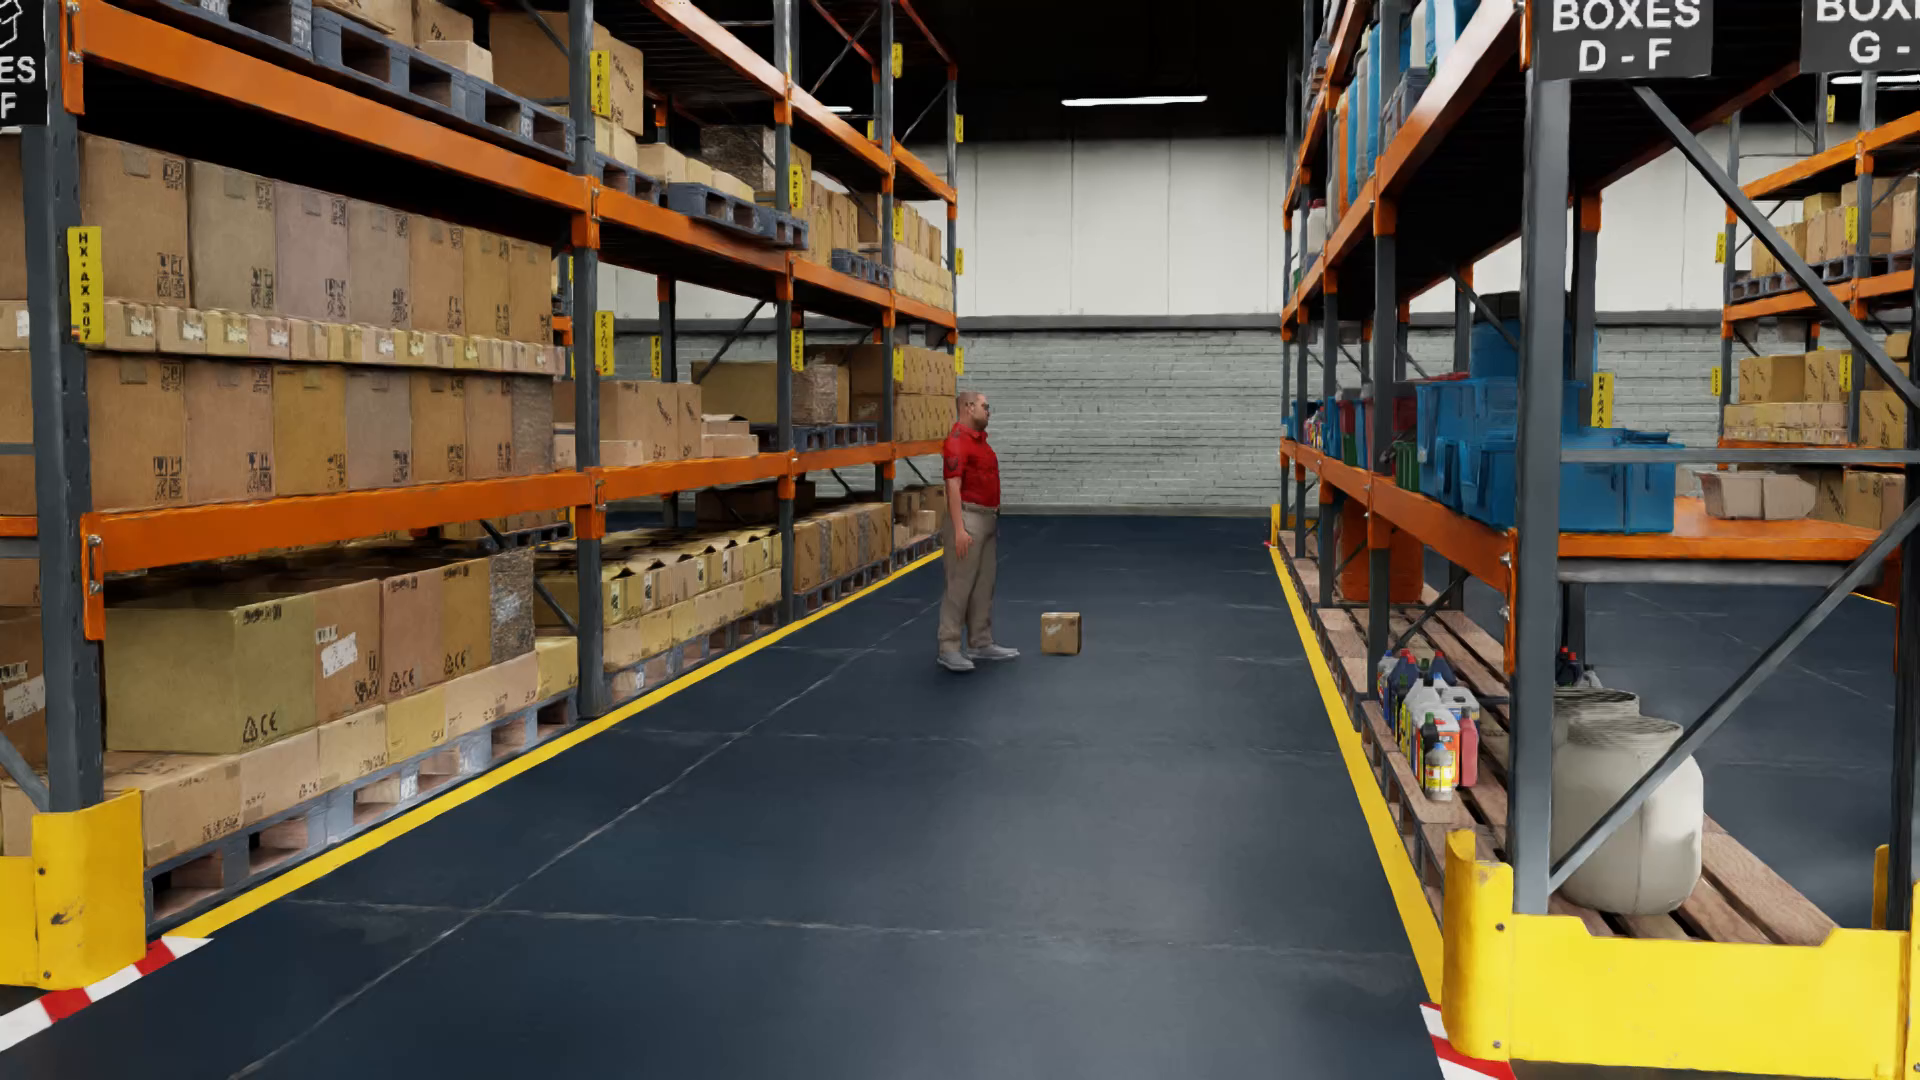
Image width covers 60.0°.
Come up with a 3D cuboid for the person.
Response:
[{"bbox_3d":[0.107,-0.076,10.455,0.439,1.733,0.651,2,5,19],"label":"person"}]
